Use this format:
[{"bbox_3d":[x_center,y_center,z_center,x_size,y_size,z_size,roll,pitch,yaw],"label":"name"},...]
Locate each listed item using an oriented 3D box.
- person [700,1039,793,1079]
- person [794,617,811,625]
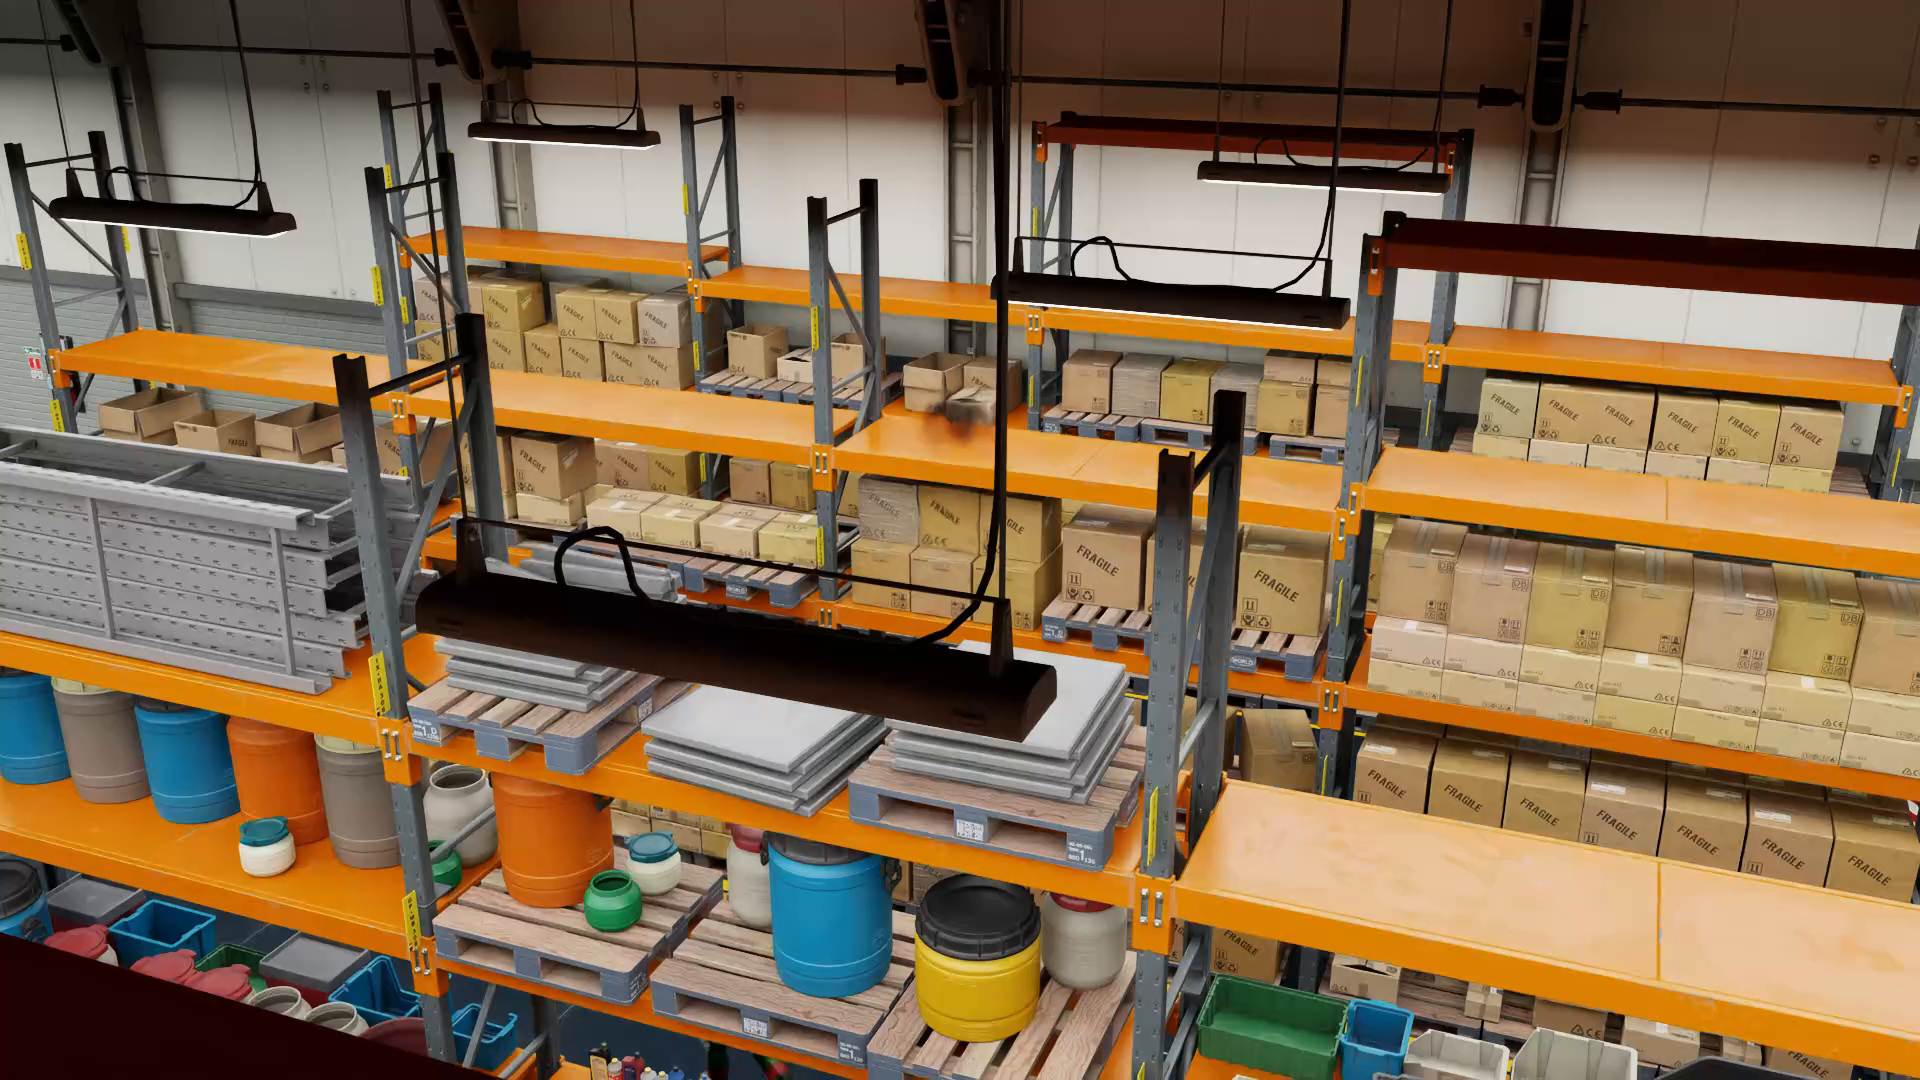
[{"bbox_3d":[-1.501,3.248,11.464,0.671,1.726,0.960,-16,26,-37],"label":"person"},{"bbox_3d":[-1.500,1.396,16.328,0.463,1.685,0.485,-14,25,-32],"label":"person"}]
